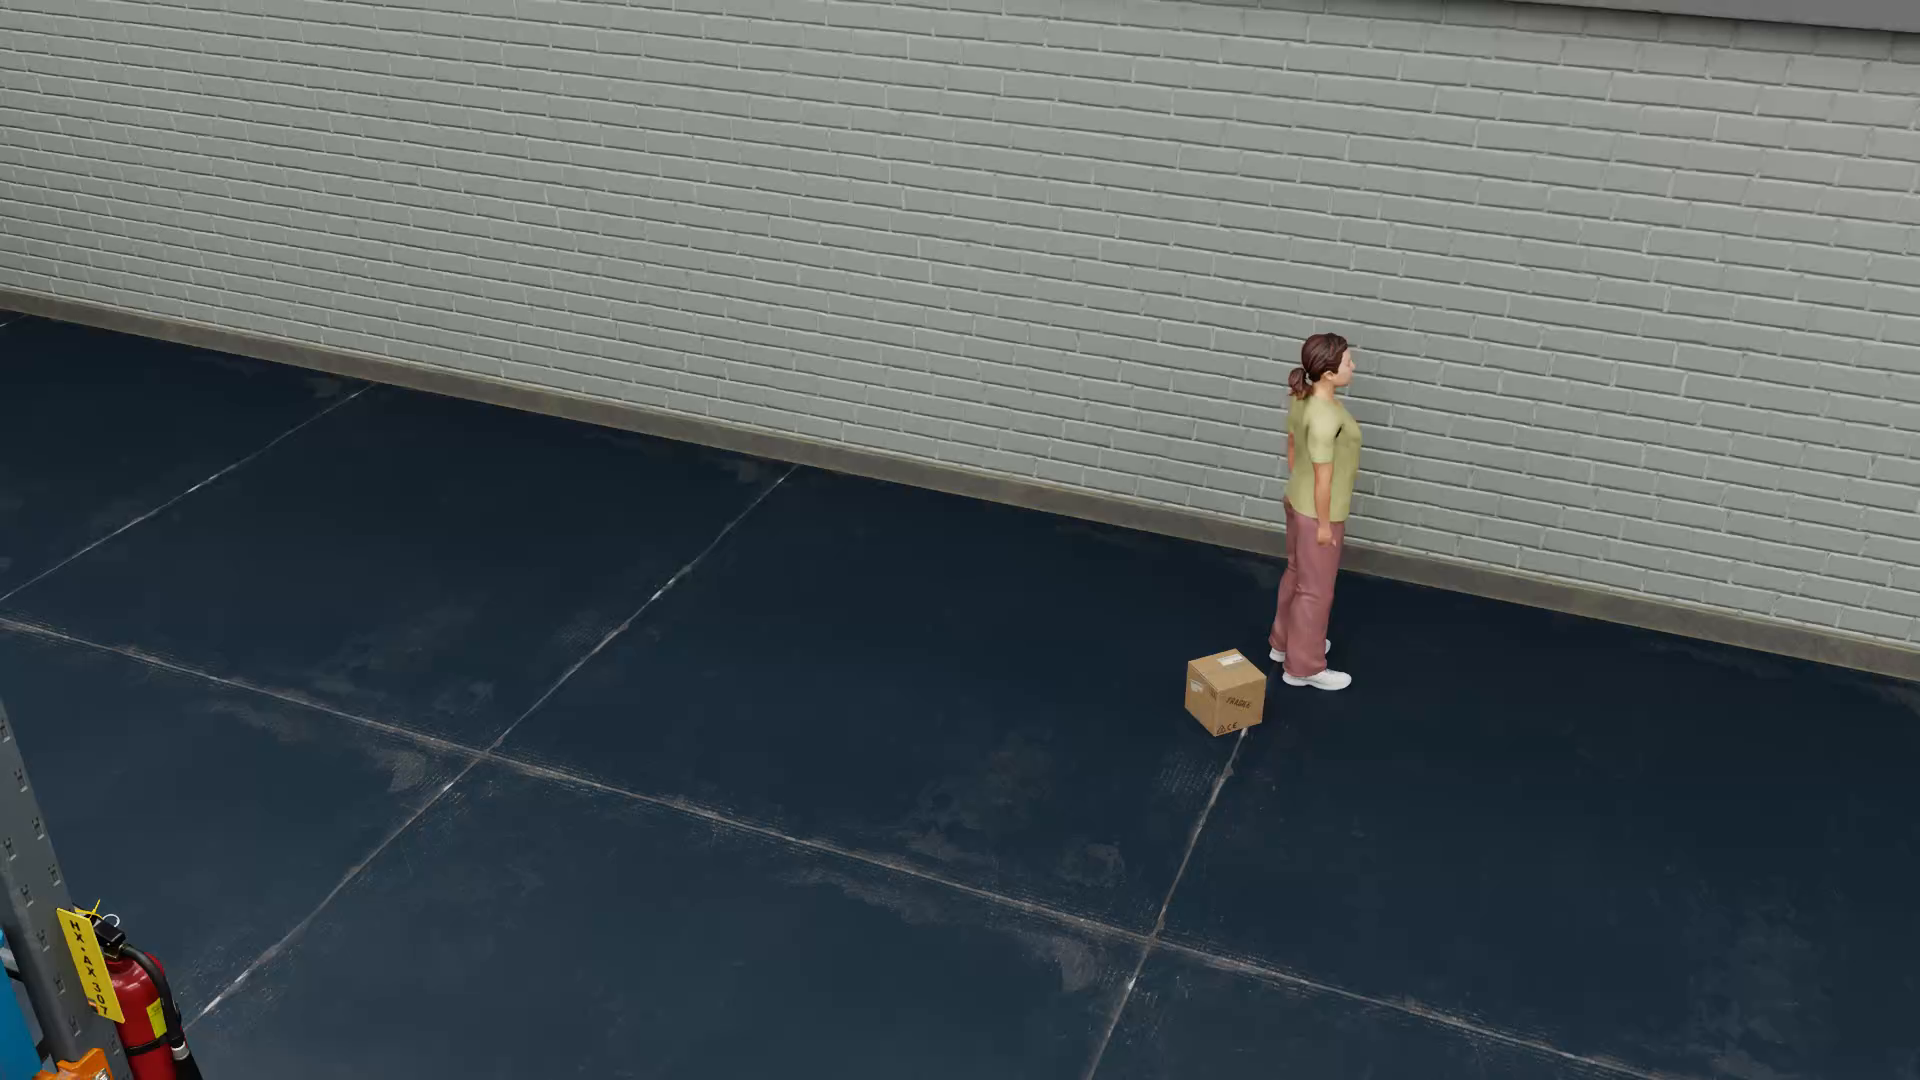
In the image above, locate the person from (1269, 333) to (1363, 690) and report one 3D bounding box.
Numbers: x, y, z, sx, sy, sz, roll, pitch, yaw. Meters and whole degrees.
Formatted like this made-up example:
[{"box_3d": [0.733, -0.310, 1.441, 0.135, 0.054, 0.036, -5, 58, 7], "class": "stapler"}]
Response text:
[{"box_3d": [1.580, -0.133, 7.365, 0.389, 1.671, 0.427, -3, 30, -6], "class": "person"}]
